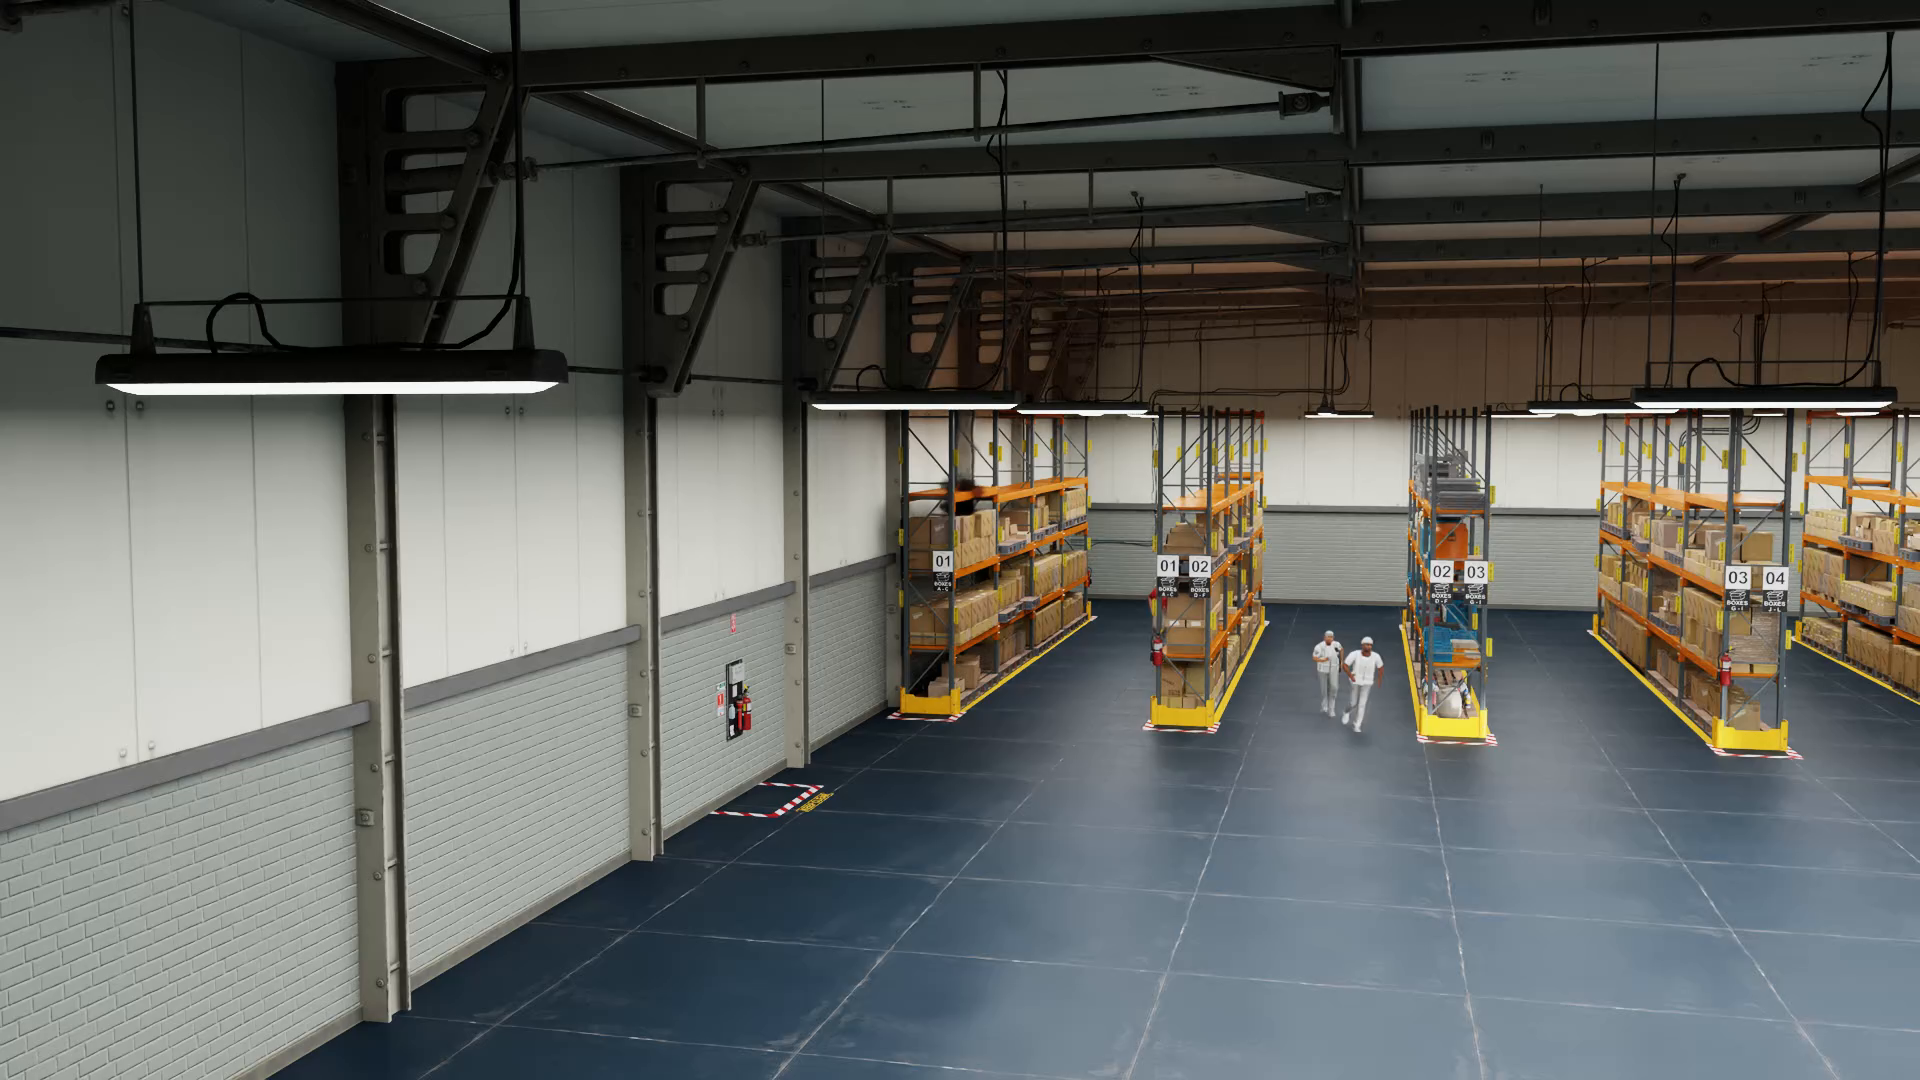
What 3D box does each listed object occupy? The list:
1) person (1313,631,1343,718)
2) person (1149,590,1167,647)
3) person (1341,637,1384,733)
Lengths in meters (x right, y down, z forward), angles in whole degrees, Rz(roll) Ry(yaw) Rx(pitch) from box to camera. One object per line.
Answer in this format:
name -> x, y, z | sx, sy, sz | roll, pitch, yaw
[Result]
person -> 7.149, 2.589, 32.314 | 0.626, 1.703, 0.828 | 0, 4, 2
person -> 5.070, 1.868, 41.949 | 0.662, 1.682, 0.619 | 1, 4, 10
person -> 7.470, 2.650, 30.783 | 0.758, 1.735, 0.802 | 0, 4, 4
